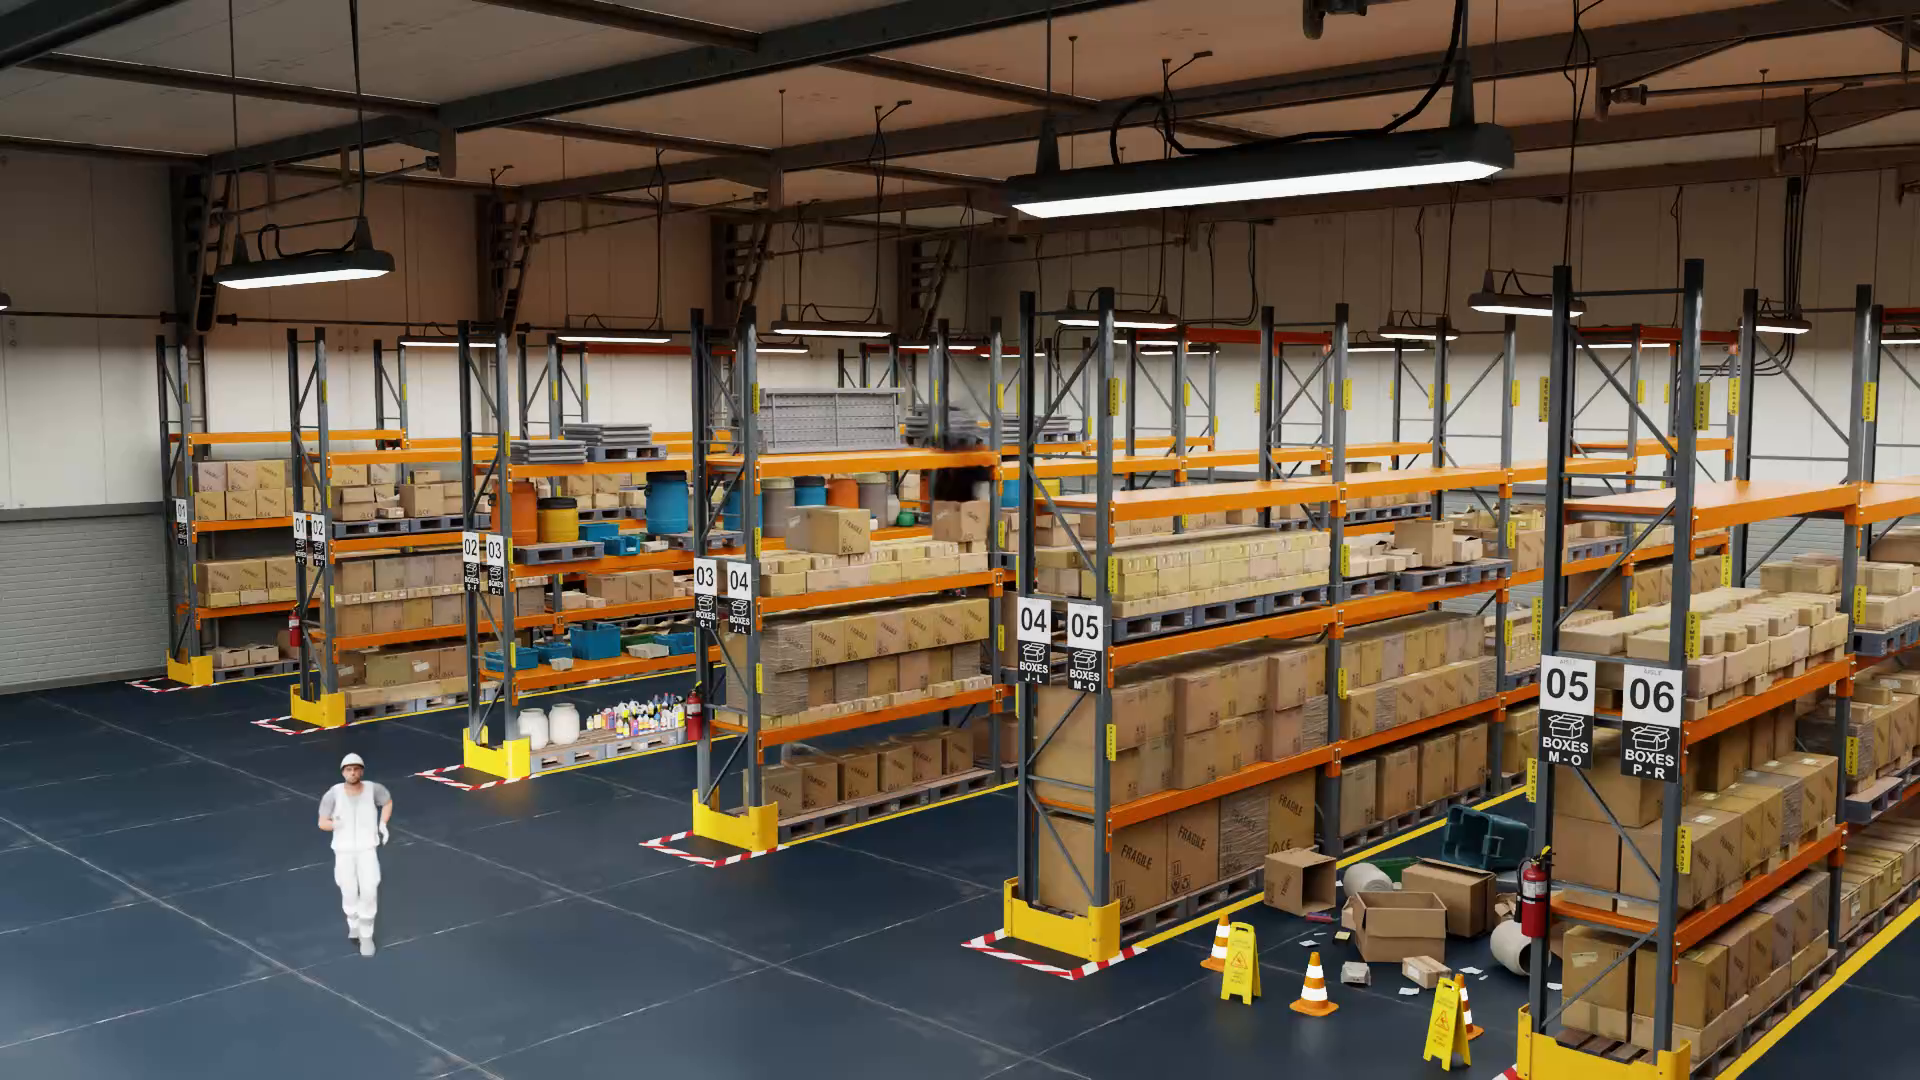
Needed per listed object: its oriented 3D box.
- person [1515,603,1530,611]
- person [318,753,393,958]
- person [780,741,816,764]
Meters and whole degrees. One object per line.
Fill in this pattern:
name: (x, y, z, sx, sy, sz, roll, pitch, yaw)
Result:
person: (8.969, 1.844, 26.429, 0.860, 1.722, 0.625, -5, 7, -40)
person: (-5.494, 2.856, 15.137, 0.631, 1.838, 0.720, -2, 6, -17)
person: (-2.152, 2.318, 21.428, 0.630, 1.656, 0.949, 5, 7, 41)
